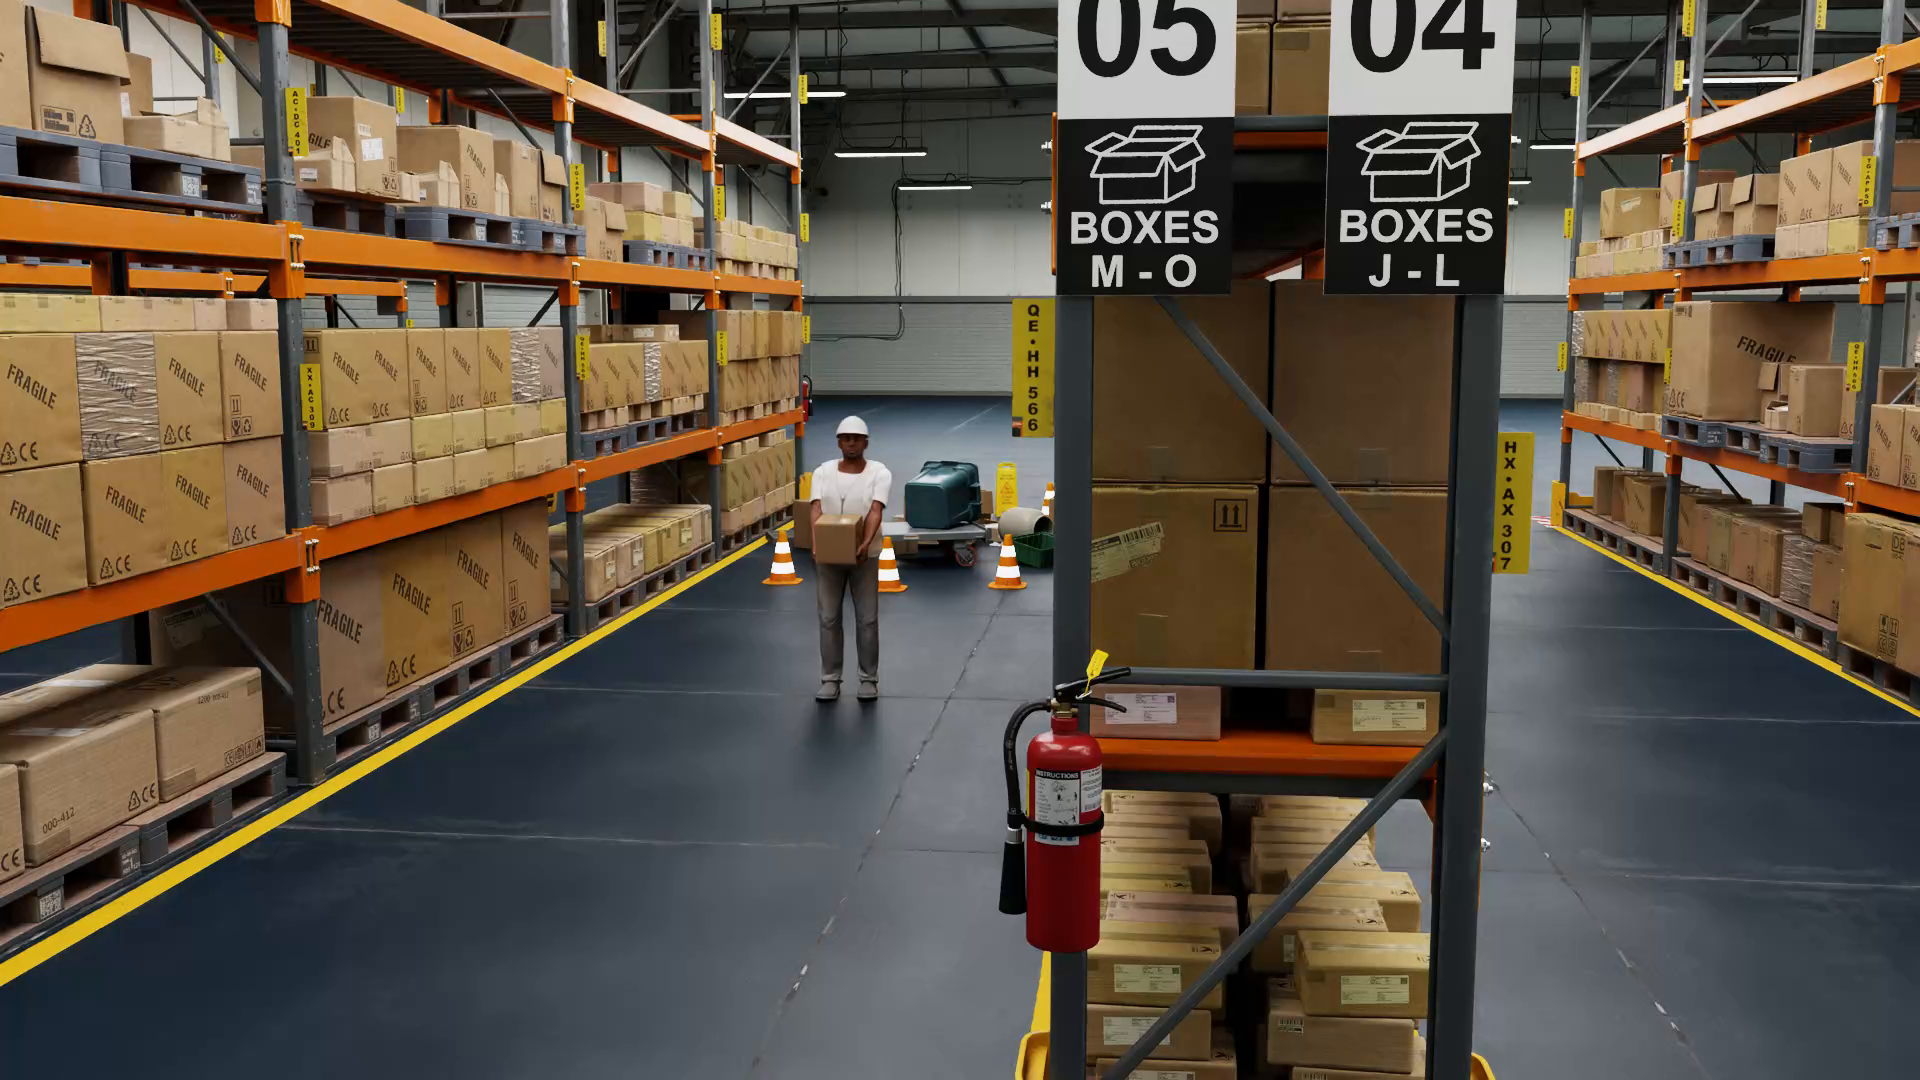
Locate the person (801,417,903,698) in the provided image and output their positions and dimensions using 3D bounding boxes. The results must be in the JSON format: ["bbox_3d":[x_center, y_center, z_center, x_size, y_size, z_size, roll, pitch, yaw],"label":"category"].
[{"bbox_3d":[-0.676,0.111,10.385,0.634,1.760,0.459,0,8,3],"label":"person"}]
